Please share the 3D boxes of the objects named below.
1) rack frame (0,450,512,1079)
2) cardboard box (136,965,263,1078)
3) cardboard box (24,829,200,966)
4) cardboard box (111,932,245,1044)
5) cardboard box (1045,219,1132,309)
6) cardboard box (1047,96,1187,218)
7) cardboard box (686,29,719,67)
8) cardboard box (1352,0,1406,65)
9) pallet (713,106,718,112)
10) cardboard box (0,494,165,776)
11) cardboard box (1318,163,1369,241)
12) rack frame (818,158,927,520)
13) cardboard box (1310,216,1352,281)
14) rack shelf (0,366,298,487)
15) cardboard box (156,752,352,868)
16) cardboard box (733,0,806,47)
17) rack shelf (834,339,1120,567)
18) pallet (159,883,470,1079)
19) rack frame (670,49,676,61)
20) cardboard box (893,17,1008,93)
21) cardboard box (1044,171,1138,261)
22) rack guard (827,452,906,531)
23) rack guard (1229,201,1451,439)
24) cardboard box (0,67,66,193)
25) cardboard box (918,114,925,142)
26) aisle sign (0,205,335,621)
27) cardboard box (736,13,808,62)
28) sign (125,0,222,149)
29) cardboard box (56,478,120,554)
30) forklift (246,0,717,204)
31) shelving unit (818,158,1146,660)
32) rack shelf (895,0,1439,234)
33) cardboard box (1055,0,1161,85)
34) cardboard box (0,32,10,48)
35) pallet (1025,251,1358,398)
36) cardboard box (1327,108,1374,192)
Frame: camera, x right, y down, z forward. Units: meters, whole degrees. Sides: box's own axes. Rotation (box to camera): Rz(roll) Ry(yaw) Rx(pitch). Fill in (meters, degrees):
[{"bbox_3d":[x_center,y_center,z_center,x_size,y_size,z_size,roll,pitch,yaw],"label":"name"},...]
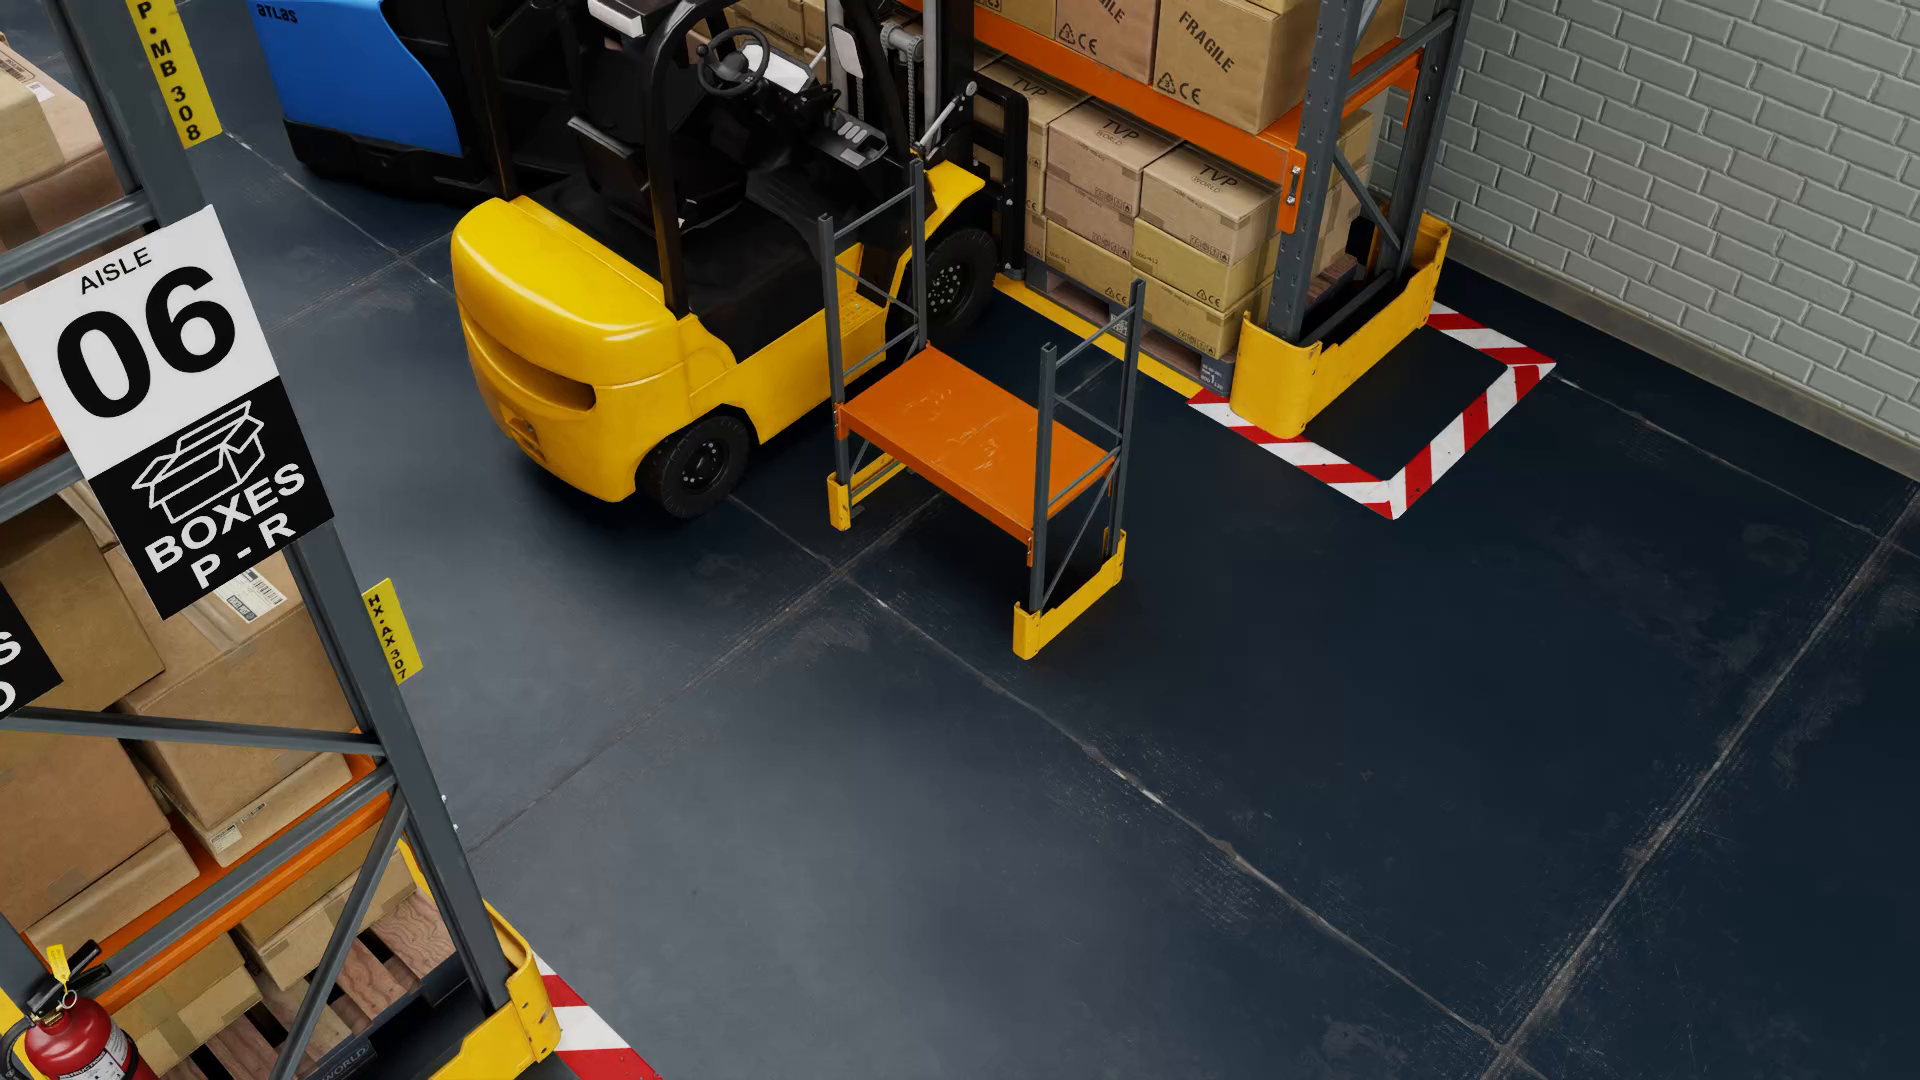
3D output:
[{"bbox_3d":[-1.704,0.811,3.931,0.127,3.000,1.000,34,55,28],"label":"rack frame"},{"bbox_3d":[-2.499,1.341,5.031,0.500,0.250,0.500,34,55,28],"label":"cardboard box"},{"bbox_3d":[-2.124,0.827,4.089,0.250,0.149,0.380,36,56,29],"label":"cardboard box"},{"bbox_3d":[-2.470,1.095,4.748,0.500,0.500,0.500,34,56,28],"label":"cardboard box"},{"bbox_3d":[0.741,-1.367,7.574,0.500,0.250,0.500,34,55,28],"label":"cardboard box"},{"bbox_3d":[0.730,-1.705,7.205,0.500,0.250,0.500,35,56,28],"label":"cardboard box"},{"bbox_3d":[-1.149,-2.614,8.745,0.500,0.250,0.500,34,56,28],"label":"cardboard box"},{"bbox_3d":[1.484,-2.278,6.763,0.500,0.500,0.500,36,56,29],"label":"cardboard box"},{"bbox_3d":[-0.724,-2.458,8.913,1.213,0.211,1.003,34,55,28],"label":"pallet"},{"bbox_3d":[-2.228,0.197,3.549,0.500,0.500,0.700,33,55,27],"label":"cardboard box"},{"bbox_3d":[1.455,-1.567,7.419,0.500,0.250,0.500,35,56,28],"label":"cardboard box"},{"bbox_3d":[-0.311,-0.723,6.400,0.032,1.500,0.500,34,55,28],"label":"rack frame"},{"bbox_3d":[1.431,-1.400,7.605,0.500,0.250,0.500,34,56,28],"label":"cardboard box"},{"bbox_3d":[-3.174,-0.958,4.028,4.000,0.370,1.077,34,55,28],"label":"rack shelf"},{"bbox_3d":[-1.814,0.618,4.284,0.250,0.149,0.380,34,55,28],"label":"cardboard box"},{"bbox_3d":[-0.768,-2.707,8.146,0.500,0.250,0.500,34,55,28],"label":"cardboard box"},{"bbox_3d":[0.063,-0.348,6.295,1.000,0.185,0.538,34,55,28],"label":"rack shelf"},{"bbox_3d":[-2.333,1.307,5.378,1.213,0.211,1.003,34,55,28],"label":"pallet"},{"bbox_3d":[-1.280,-3.828,8.286,0.127,3.000,1.000,34,55,28],"label":"rack frame"},{"bbox_3d":[-0.015,-2.204,7.674,0.500,0.250,0.500,33,55,27],"label":"cardboard box"},{"bbox_3d":[0.728,-1.551,7.404,0.500,0.250,0.500,33,55,27],"label":"cardboard box"},{"bbox_3d":[-0.310,-0.294,6.855,0.087,0.250,0.587,34,55,28],"label":"rack guard"},{"bbox_3d":[1.677,-0.983,7.330,0.348,0.500,1.175,34,55,28],"label":"rack guard"},{"bbox_3d":[-1.827,-0.688,2.906,0.250,0.149,0.380,34,55,27],"label":"cardboard box"},{"bbox_3d":[-0.030,-2.044,7.867,0.500,0.250,0.500,34,55,28],"label":"cardboard box"},{"bbox_3d":[-1.449,-0.214,3.110,0.004,0.787,0.394,34,55,28],"label":"aisle sign"},{"bbox_3d":[-0.762,-2.549,8.341,0.500,0.250,0.500,34,55,27],"label":"cardboard box"},{"bbox_3d":[-1.337,-0.806,2.792,0.005,0.325,0.100,34,55,28],"label":"sign"},{"bbox_3d":[-2.247,0.038,4.384,0.500,0.500,0.500,36,56,29],"label":"cardboard box"},{"bbox_3d":[-1.828,-2.902,7.464,3.031,2.935,1.130,14,48,13],"label":"forklift"},{"bbox_3d":[0.056,-0.476,6.168,1.083,1.500,0.587,34,55,28],"label":"shelving unit"},{"bbox_3d":[0.190,-2.593,7.620,4.000,0.370,1.077,34,55,28],"label":"rack shelf"},{"bbox_3d":[0.745,-2.248,6.735,0.500,0.500,0.500,36,56,29],"label":"cardboard box"},{"bbox_3d":[-2.257,-0.912,3.390,0.500,0.250,0.500,33,55,27],"label":"cardboard box"},{"bbox_3d":[1.069,-1.251,7.780,1.213,0.211,1.003,34,55,28],"label":"pallet"},{"bbox_3d":[1.435,-1.734,7.233,0.500,0.250,0.500,33,55,27],"label":"cardboard box"}]
